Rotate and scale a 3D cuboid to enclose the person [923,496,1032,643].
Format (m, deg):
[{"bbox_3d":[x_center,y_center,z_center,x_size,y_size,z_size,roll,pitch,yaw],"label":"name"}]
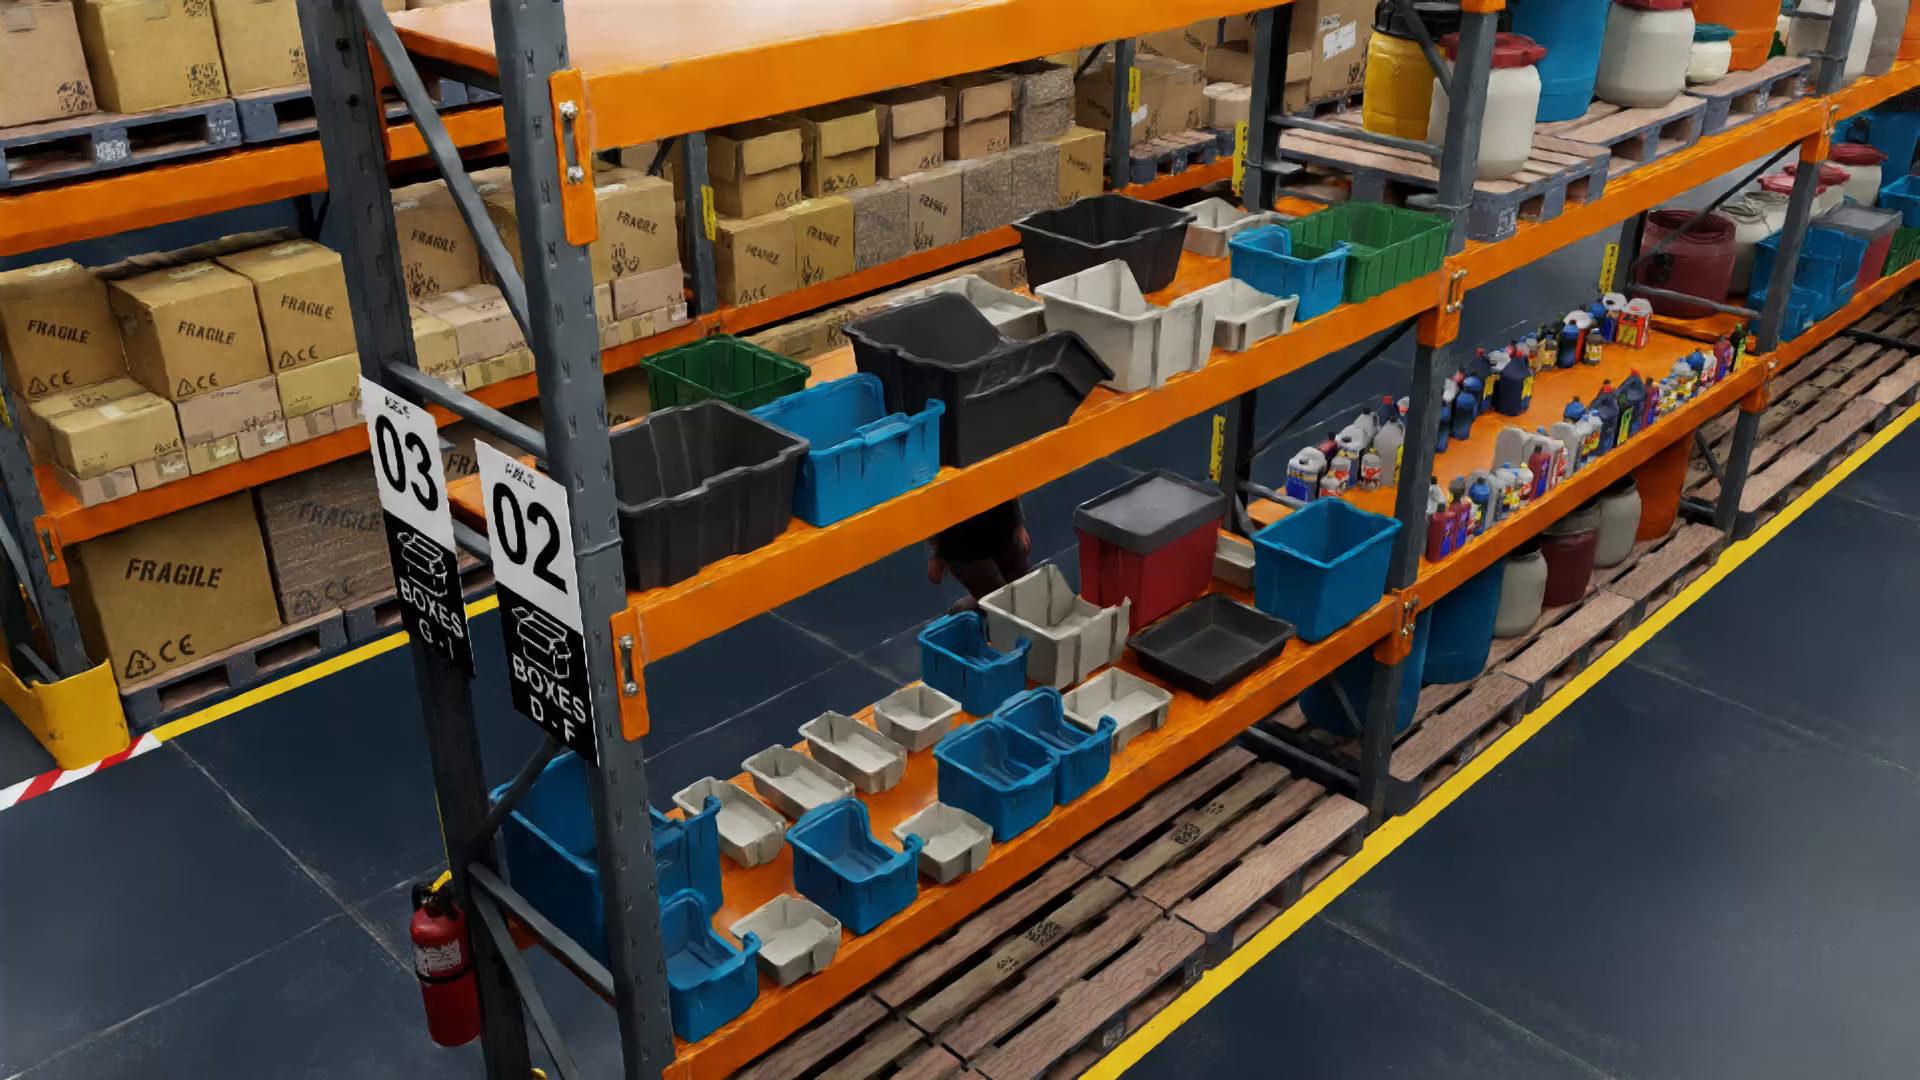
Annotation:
[{"bbox_3d":[0.109,0.037,8.626,0.636,1.681,0.580,18,33,31],"label":"person"}]
